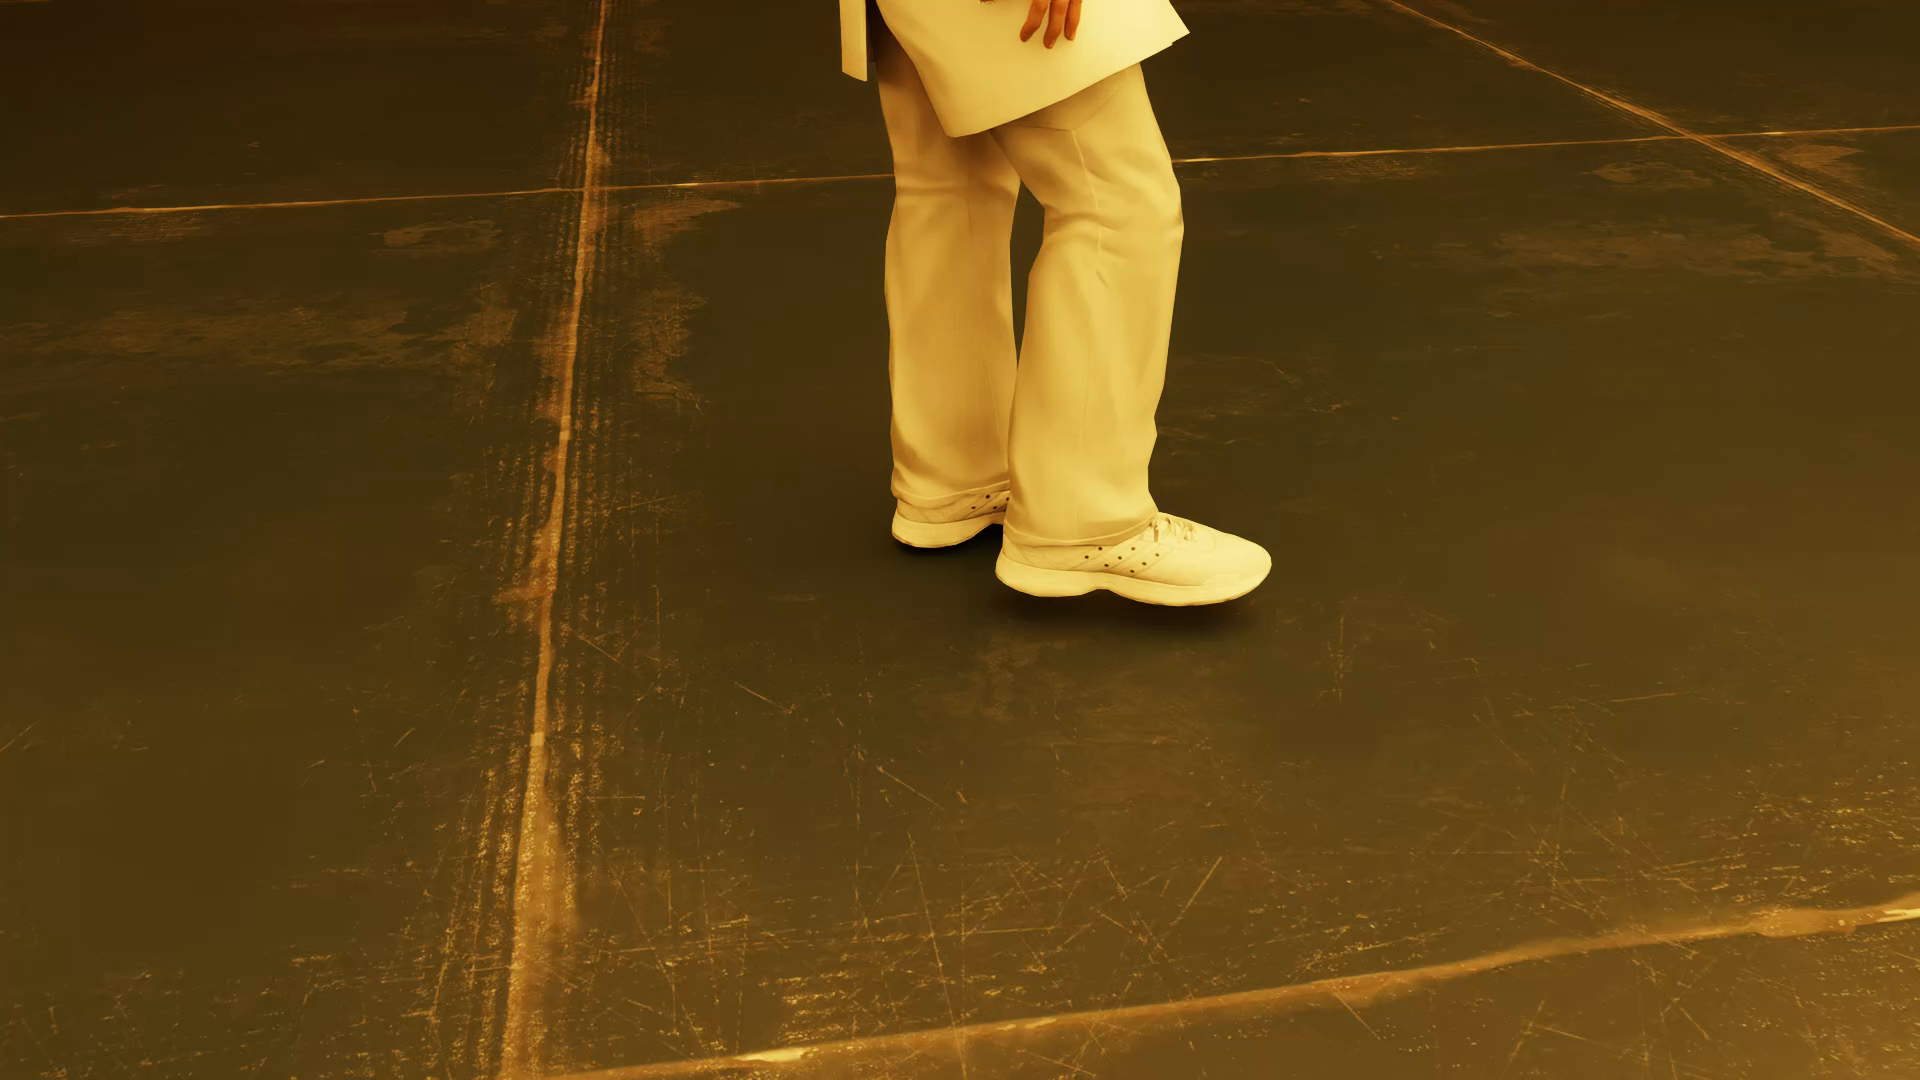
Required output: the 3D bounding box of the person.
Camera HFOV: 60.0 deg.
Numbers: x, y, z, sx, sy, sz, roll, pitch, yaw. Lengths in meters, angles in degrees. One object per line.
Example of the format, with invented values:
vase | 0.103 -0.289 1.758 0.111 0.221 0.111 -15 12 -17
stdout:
person | 0.090 -0.797 2.089 0.582 1.775 0.696 -5 28 -9
